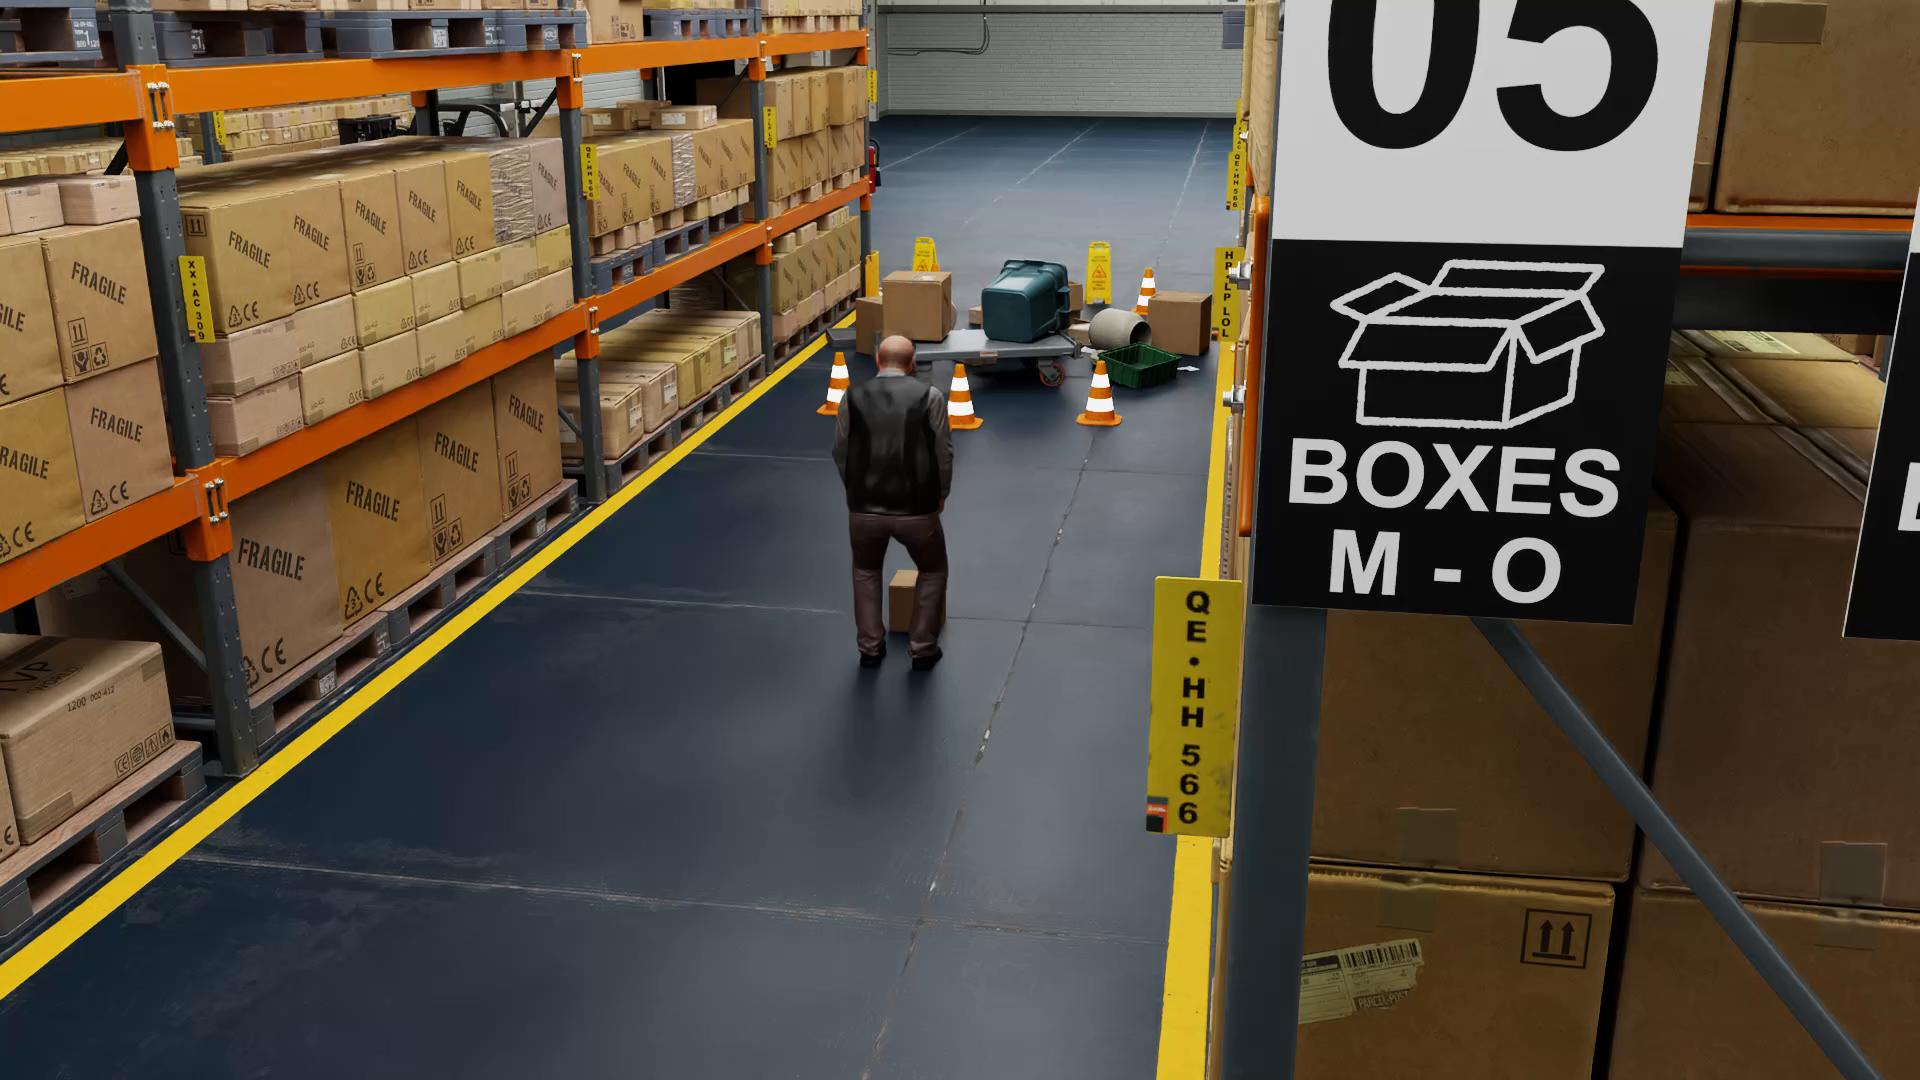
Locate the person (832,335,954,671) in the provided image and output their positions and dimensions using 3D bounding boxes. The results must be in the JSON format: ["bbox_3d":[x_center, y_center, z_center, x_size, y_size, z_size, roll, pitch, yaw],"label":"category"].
[{"bbox_3d":[-0.327,-0.163,7.885,0.583,1.560,0.579,3,18,9],"label":"person"}]
